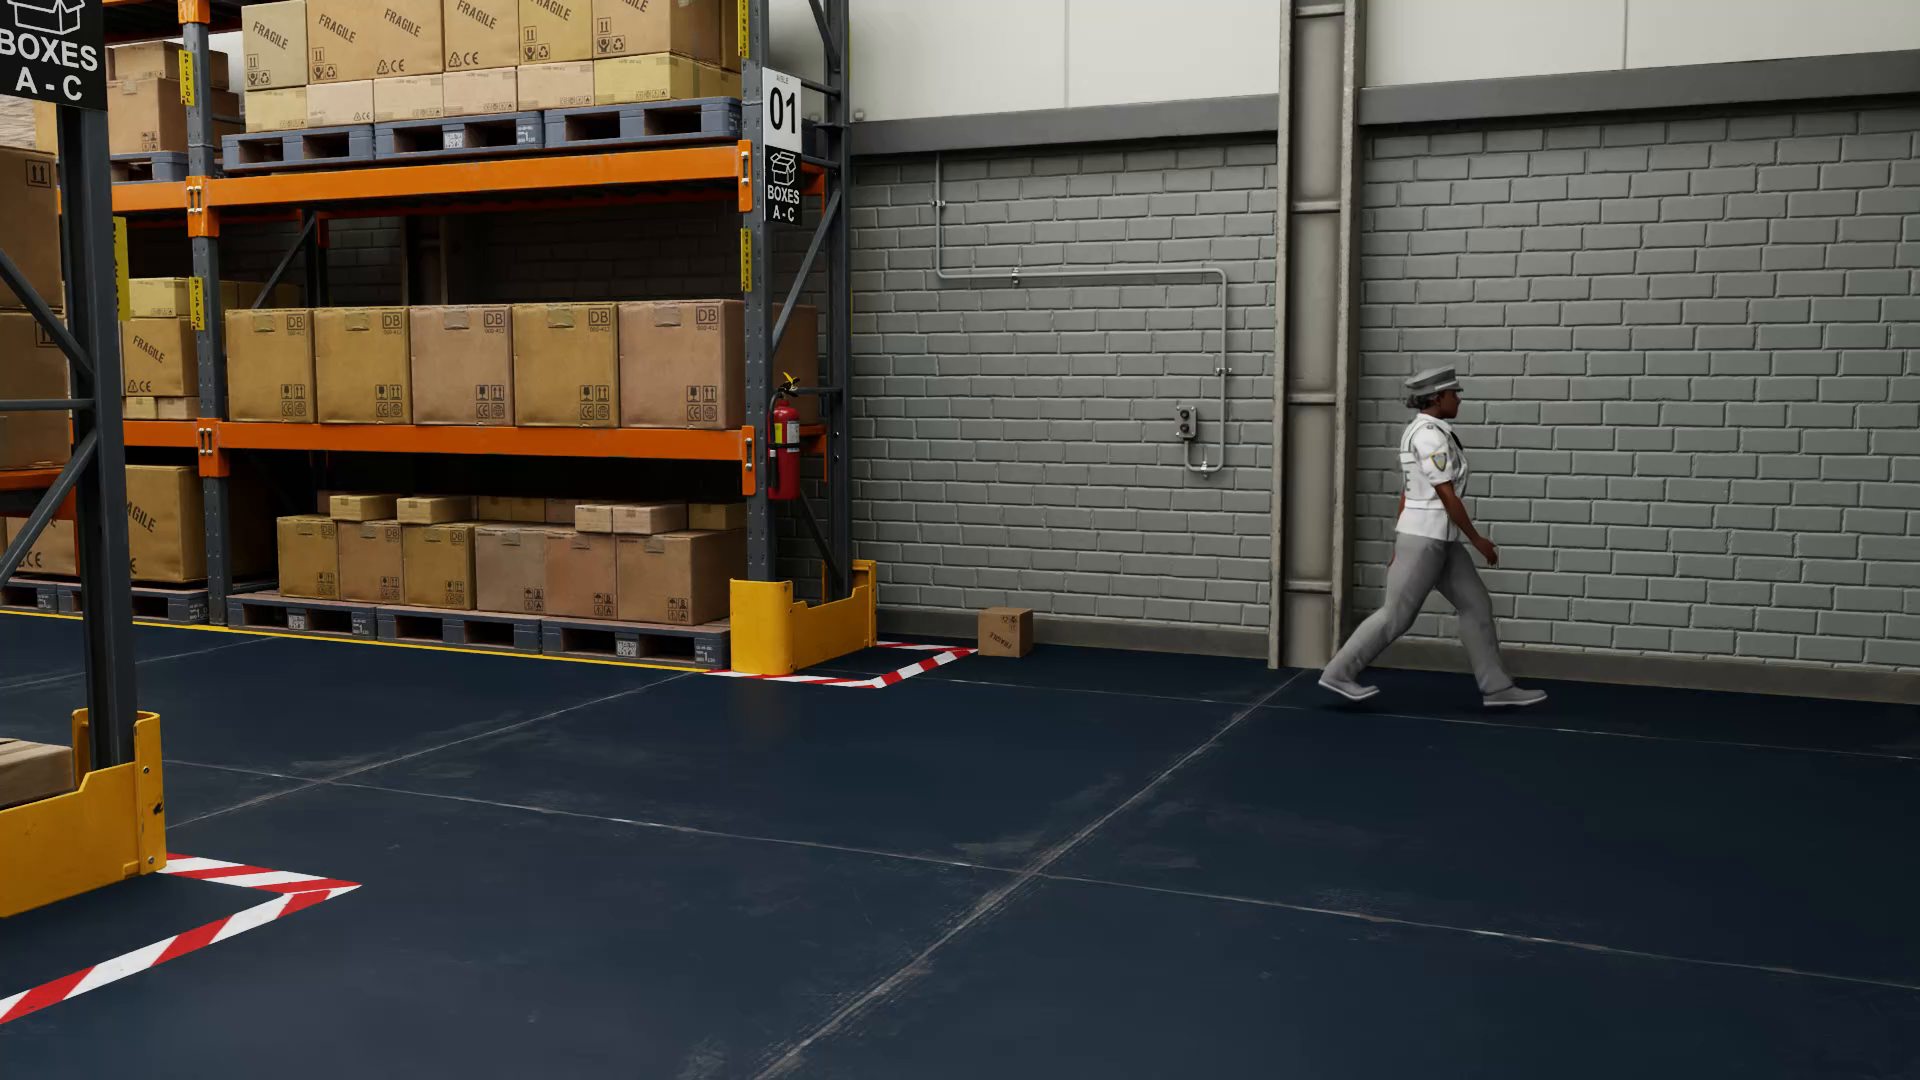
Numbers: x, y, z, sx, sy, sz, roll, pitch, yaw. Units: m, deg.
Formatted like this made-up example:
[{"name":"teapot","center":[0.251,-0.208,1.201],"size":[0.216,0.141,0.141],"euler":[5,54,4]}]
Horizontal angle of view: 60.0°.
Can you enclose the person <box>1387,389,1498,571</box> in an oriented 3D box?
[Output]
[{"name":"person","center":[2.265,-0.304,7.795],"size":[0.512,0.987,0.429],"euler":[2,6,19]}]
